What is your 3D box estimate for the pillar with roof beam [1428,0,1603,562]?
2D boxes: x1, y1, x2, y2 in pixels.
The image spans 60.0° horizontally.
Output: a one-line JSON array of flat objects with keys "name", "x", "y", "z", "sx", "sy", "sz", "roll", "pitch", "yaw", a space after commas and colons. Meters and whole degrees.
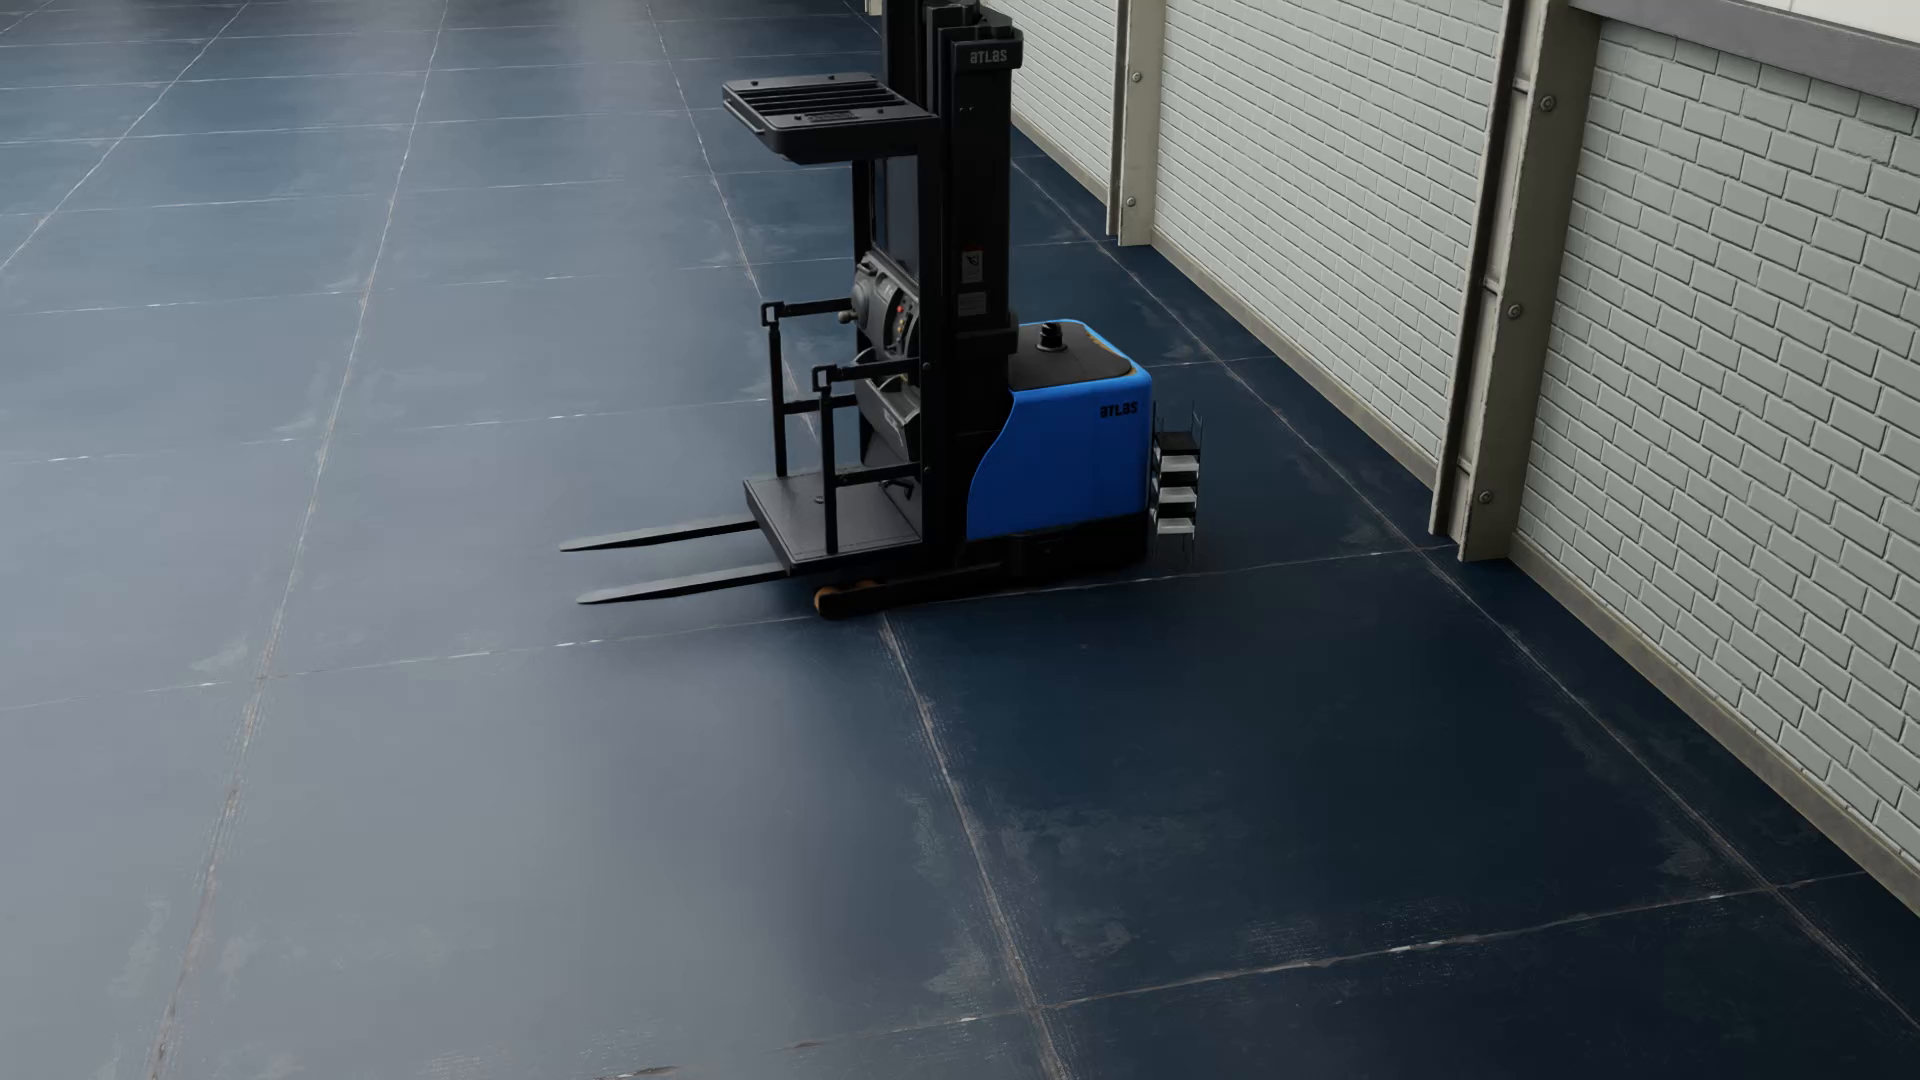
[{"name": "pillar with roof beam", "x": -1.368, "y": -3.563, "z": 6.321, "sx": 9.100, "sy": 9.000, "sz": 0.400, "roll": -6, "pitch": 27, "yaw": -12}]

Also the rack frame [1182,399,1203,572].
[{"name": "rack frame", "x": 1.231, "y": -0.284, "z": 8.813, "sx": 0.006, "sy": 0.900, "sz": 0.240, "roll": -2, "pitch": 27, "yaw": -4}]

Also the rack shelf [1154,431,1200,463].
[{"name": "rack shelf", "x": 1.130, "y": -0.491, "z": 8.700, "sx": 0.200, "sy": 0.077, "sz": 0.258, "roll": -2, "pitch": 27, "yaw": -4}]

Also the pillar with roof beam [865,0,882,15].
[{"name": "pillar with roof beam", "x": -5.425, "y": -11.465, "z": 21.977, "sx": 9.100, "sy": 9.000, "sz": 0.400, "roll": -6, "pitch": 27, "yaw": -12}]

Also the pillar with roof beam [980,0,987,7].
[{"name": "pillar with roof beam", "x": -4.073, "y": -8.831, "z": 16.759, "sx": 9.100, "sy": 9.000, "sz": 0.400, "roll": -6, "pitch": 27, "yaw": -12}]

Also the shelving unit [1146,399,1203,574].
[{"name": "shelving unit", "x": 1.130, "y": -0.280, "z": 8.806, "sx": 0.210, "sy": 0.900, "sz": 0.258, "roll": -2, "pitch": 27, "yaw": -4}]

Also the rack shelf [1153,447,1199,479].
[{"name": "rack shelf", "x": 1.130, "y": -0.411, "z": 8.740, "sx": 0.200, "sy": 0.077, "sz": 0.258, "roll": -2, "pitch": 27, "yaw": -4}]

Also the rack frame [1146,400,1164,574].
[{"name": "rack frame", "x": 1.029, "y": -0.276, "z": 8.799, "sx": 0.006, "sy": 0.900, "sz": 0.240, "roll": -2, "pitch": 27, "yaw": -4}]

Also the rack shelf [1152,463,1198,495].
[{"name": "rack shelf", "x": 1.130, "y": -0.331, "z": 8.781, "sx": 0.200, "sy": 0.077, "sz": 0.258, "roll": -2, "pitch": 27, "yaw": -4}]

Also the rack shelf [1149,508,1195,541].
[{"name": "rack shelf", "x": 1.130, "y": -0.090, "z": 8.902, "sx": 0.200, "sy": 0.077, "sz": 0.258, "roll": -2, "pitch": 27, "yaw": -4}]

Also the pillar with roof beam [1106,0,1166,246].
[{"name": "pillar with roof beam", "x": -2.721, "y": -6.197, "z": 11.540, "sx": 9.100, "sy": 9.000, "sz": 0.400, "roll": -6, "pitch": 27, "yaw": -12}]

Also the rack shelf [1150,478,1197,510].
[{"name": "rack shelf", "x": 1.130, "y": -0.250, "z": 8.821, "sx": 0.200, "sy": 0.077, "sz": 0.258, "roll": -2, "pitch": 27, "yaw": -4}]

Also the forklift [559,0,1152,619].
[{"name": "forklift", "x": -0.564, "y": -1.175, "z": 8.325, "sx": 3.031, "sy": 2.935, "sz": 1.130, "roll": -9, "pitch": 28, "yaw": -18}]

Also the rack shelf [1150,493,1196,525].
[{"name": "rack shelf", "x": 1.130, "y": -0.170, "z": 8.862, "sx": 0.200, "sy": 0.077, "sz": 0.258, "roll": -2, "pitch": 27, "yaw": -4}]
